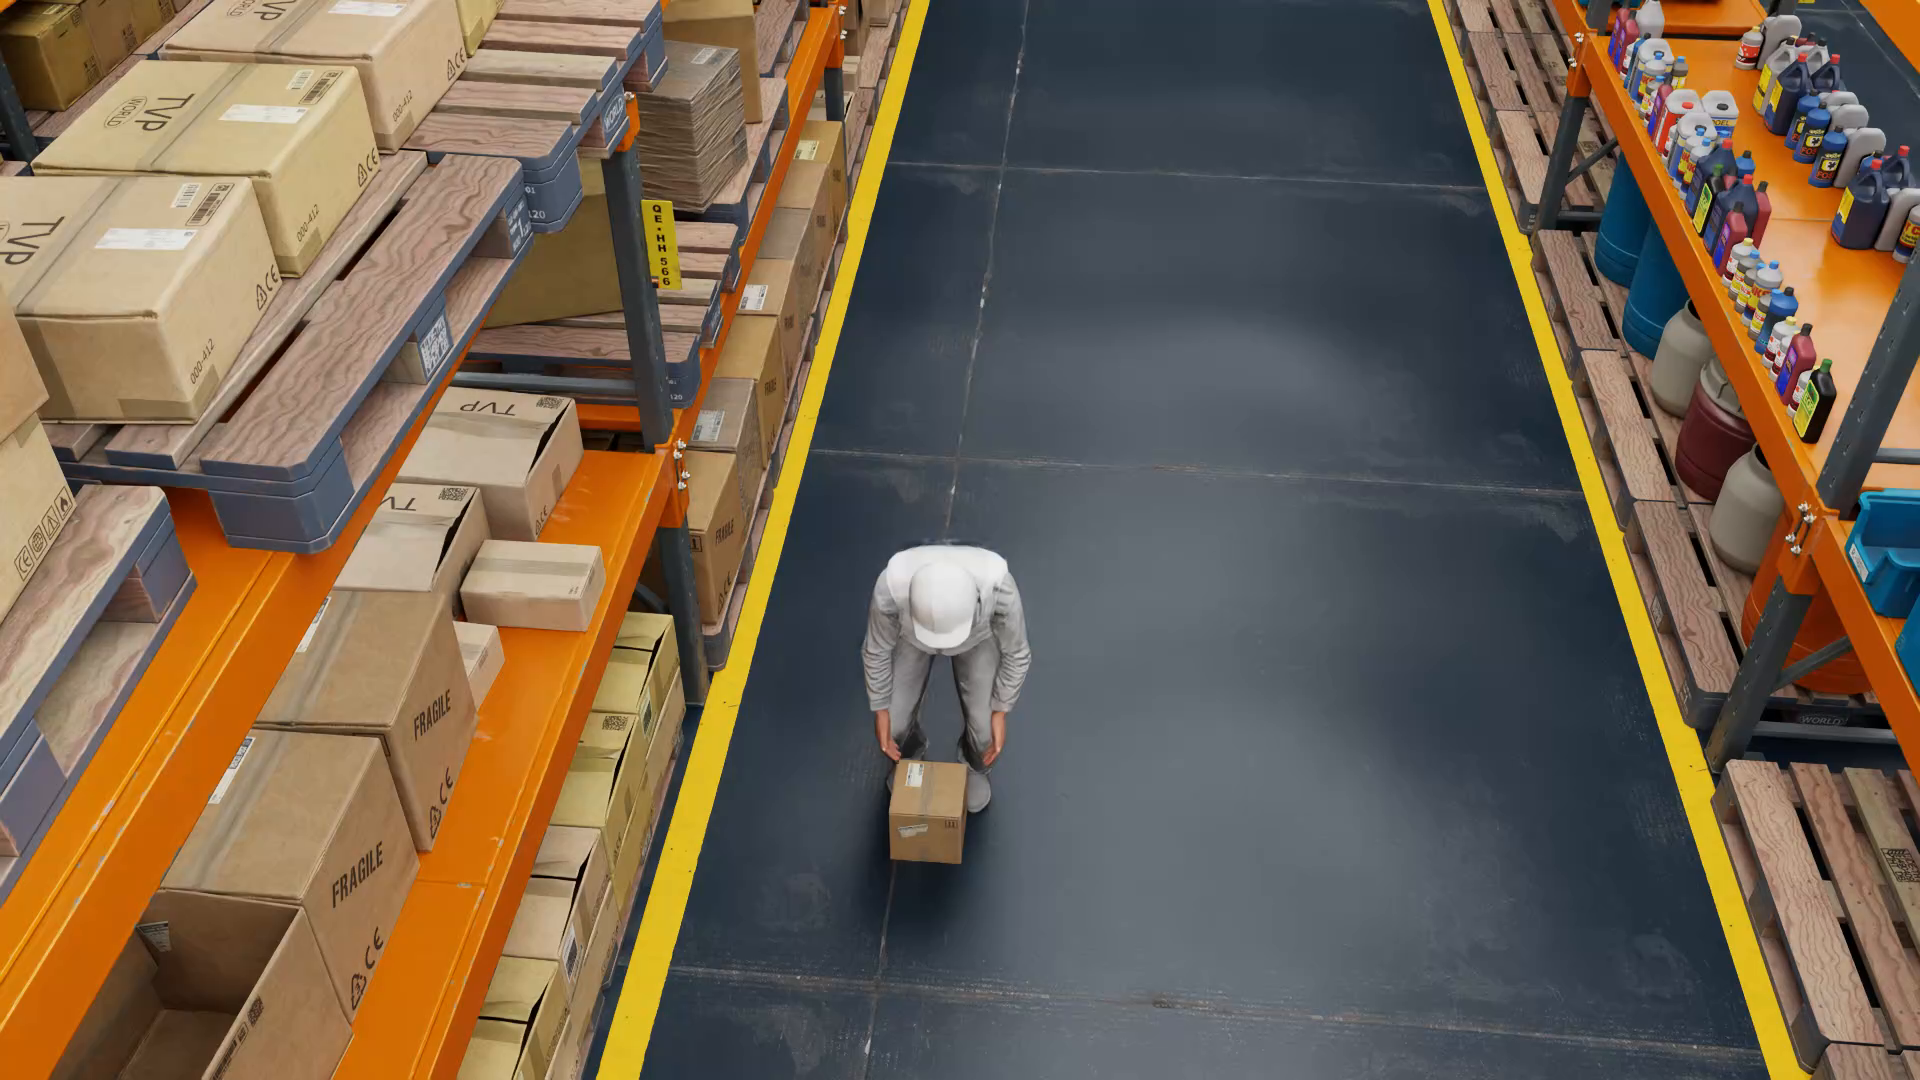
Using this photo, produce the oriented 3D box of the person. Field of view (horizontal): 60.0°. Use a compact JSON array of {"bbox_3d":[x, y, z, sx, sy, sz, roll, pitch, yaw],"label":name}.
[{"bbox_3d":[-0.038,0.463,5.949,0.586,1.304,0.819,4,40,4],"label":"person"}]
